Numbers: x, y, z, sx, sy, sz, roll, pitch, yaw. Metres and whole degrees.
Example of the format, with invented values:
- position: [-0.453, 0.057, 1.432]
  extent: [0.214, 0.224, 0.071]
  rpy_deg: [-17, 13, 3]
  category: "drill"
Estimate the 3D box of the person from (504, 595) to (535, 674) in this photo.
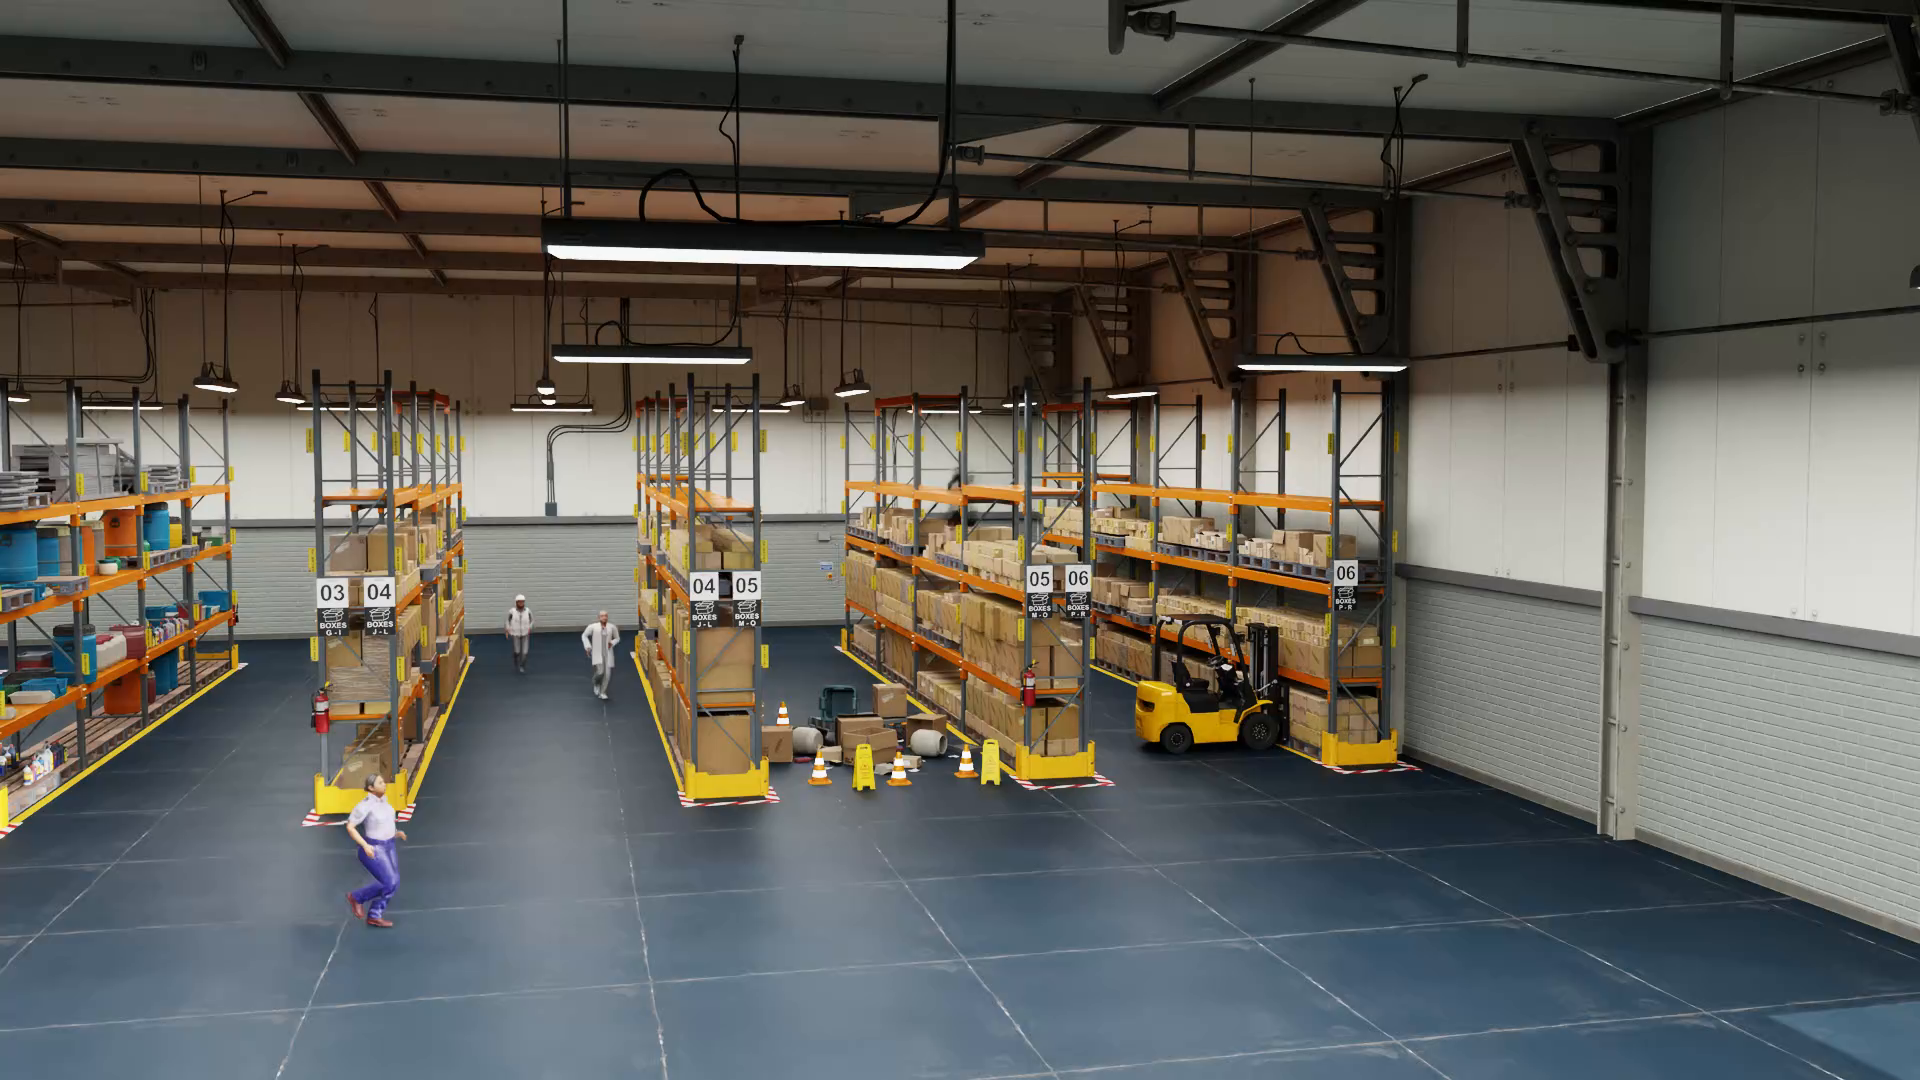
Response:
- position: [-9.601, 2.055, 36.297]
  extent: [0.647, 1.728, 0.618]
  rpy_deg: [-1, 4, -20]
  category: "person"

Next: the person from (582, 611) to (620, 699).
- position: [-6.980, 2.255, 32.507]
  extent: [0.714, 1.736, 0.616]
  rpy_deg: [-2, 4, -26]
  category: "person"

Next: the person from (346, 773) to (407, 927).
- position: [-6.028, 3.215, 17.230]
  extent: [0.549, 1.606, 0.607]
  rpy_deg: [1, 3, 9]
  category: "person"
